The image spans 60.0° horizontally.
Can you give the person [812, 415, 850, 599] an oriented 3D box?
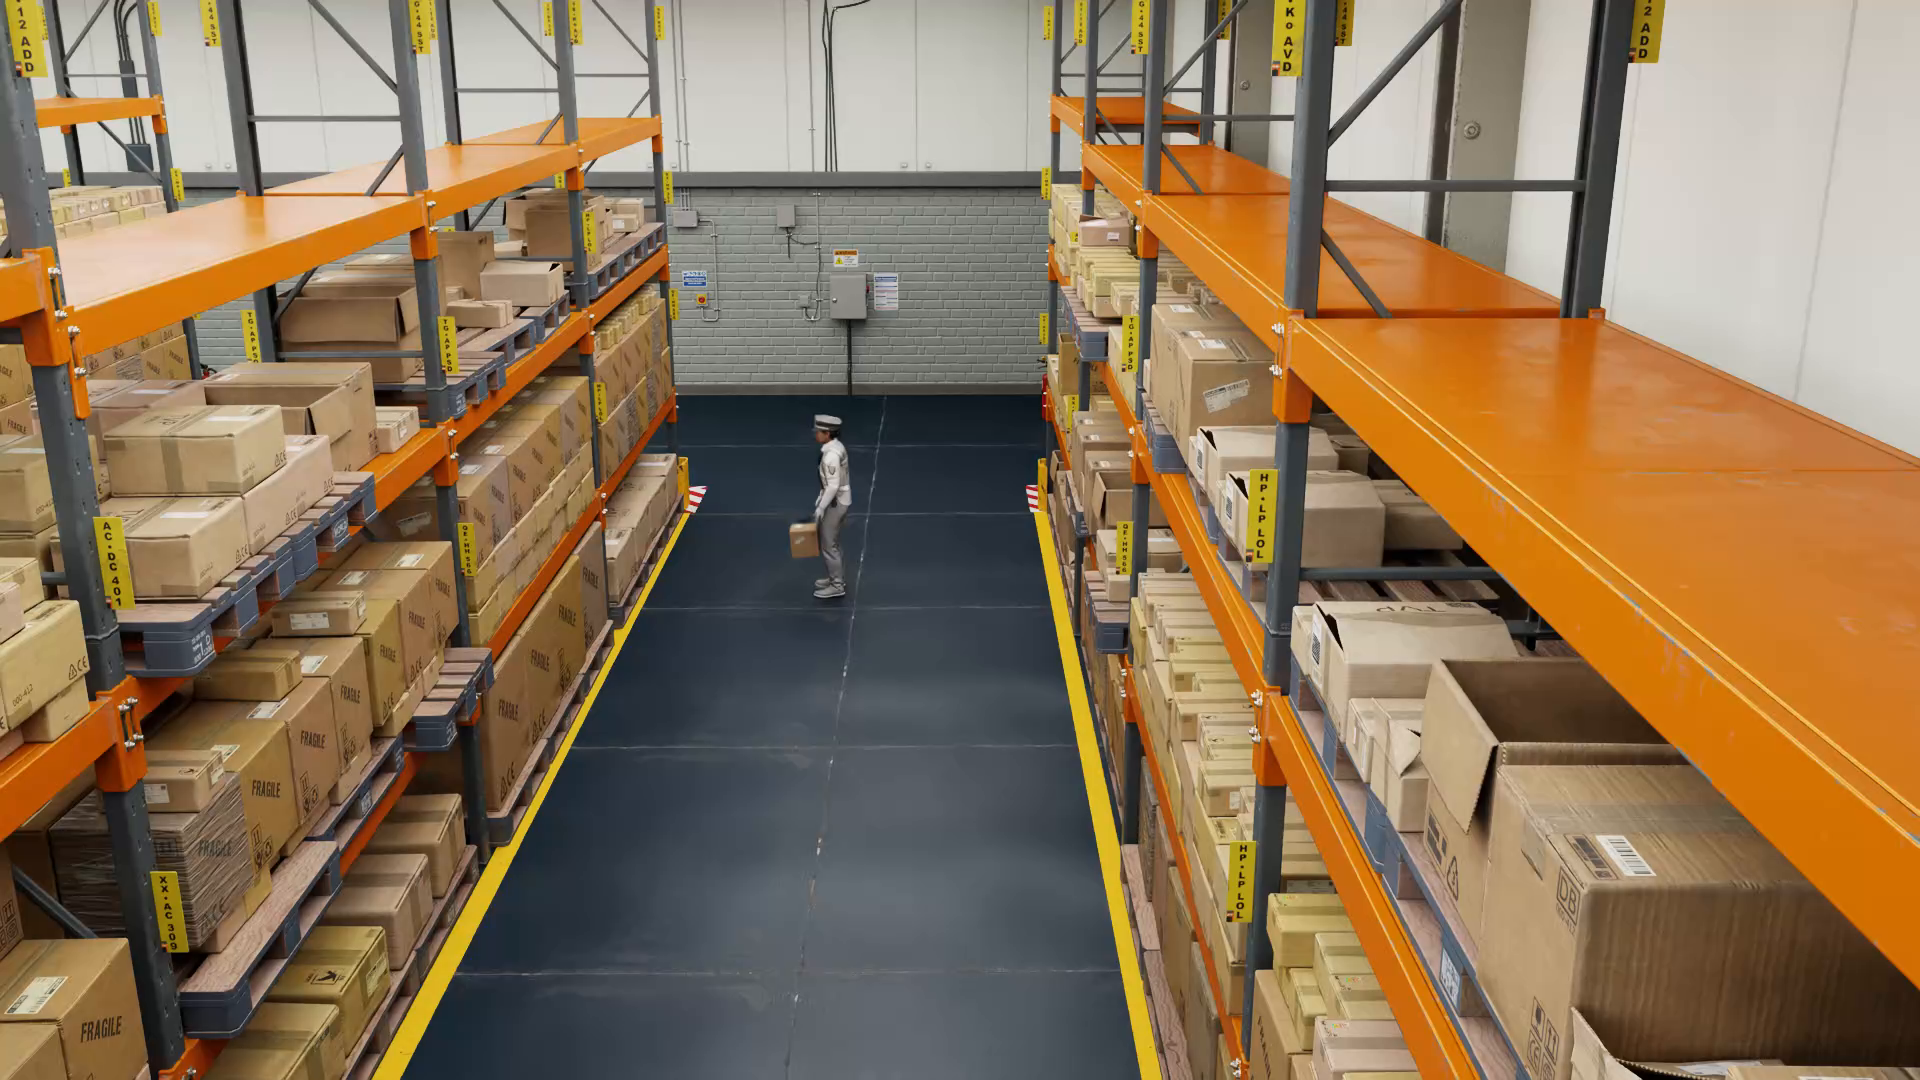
[{"bbox_3d":[-1.171,-0.325,15.094,0.346,1.673,0.438,-1,17,-2],"label":"person"}]
